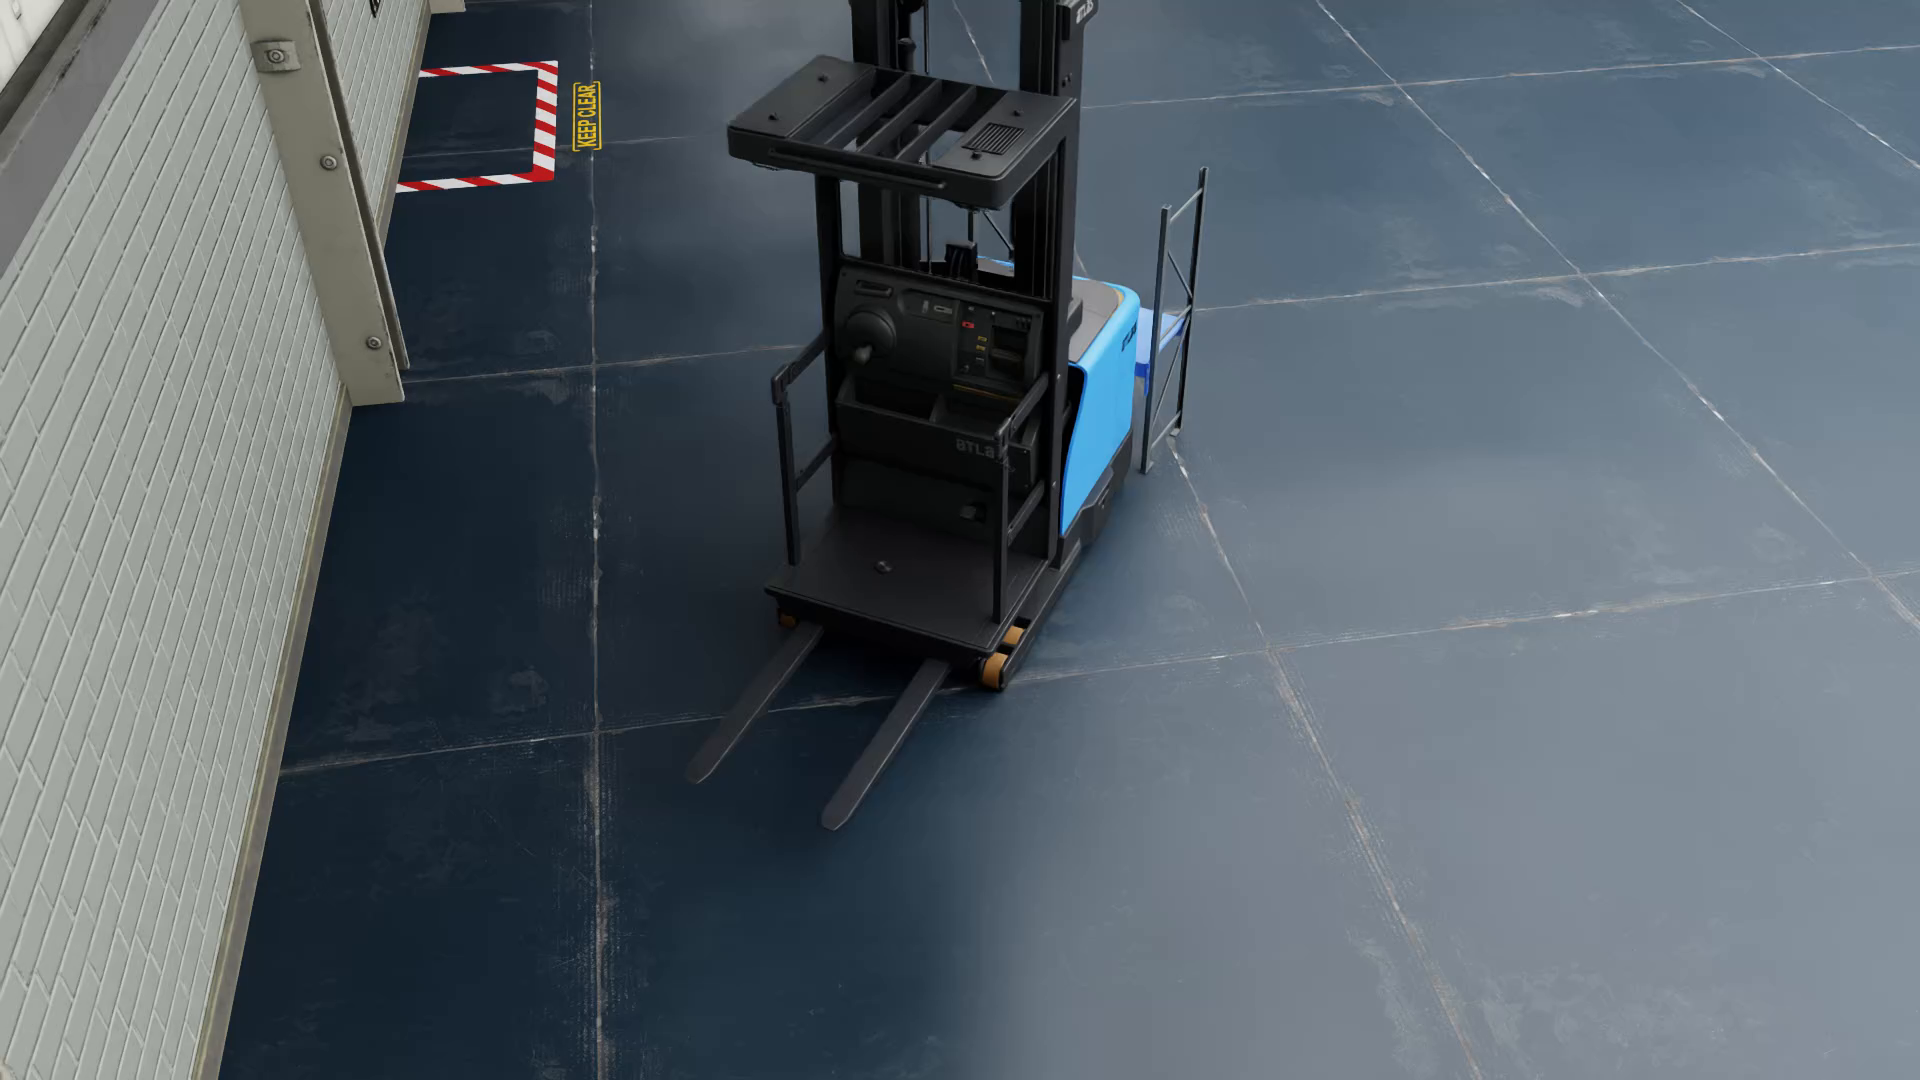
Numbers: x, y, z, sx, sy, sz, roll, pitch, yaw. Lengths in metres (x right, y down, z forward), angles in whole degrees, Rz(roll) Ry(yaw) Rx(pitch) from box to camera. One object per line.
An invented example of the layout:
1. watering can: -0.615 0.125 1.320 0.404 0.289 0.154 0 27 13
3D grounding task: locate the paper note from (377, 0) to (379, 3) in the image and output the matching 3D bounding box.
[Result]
1. paper note: -3.934 -3.713 11.203 0.016 0.148 0.142 -6 38 -8

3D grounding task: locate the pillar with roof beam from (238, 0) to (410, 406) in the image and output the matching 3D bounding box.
1. pillar with roof beam: 0.997 -4.881 7.097 9.100 9.000 0.400 -6 38 -8

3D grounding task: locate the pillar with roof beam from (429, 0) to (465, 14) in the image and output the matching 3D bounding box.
1. pillar with roof beam: -0.054 -8.505 11.762 9.100 9.000 0.400 -6 38 -8

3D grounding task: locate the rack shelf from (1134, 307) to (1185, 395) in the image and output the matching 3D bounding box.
1. rack shelf: 0.621 -1.080 8.611 1.000 0.185 0.538 19 42 22

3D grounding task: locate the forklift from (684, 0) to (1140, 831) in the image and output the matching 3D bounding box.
1. forklift: -0.180 -0.802 6.793 1.130 2.935 3.031 15 40 18

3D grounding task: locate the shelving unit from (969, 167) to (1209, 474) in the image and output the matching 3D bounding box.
1. shelving unit: 0.621 -1.222 8.500 1.048 1.500 0.538 19 42 22

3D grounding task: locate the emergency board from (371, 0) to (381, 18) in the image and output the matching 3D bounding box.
1. emergency board: -3.914 -4.168 11.070 0.157 1.169 0.626 -6 38 -8

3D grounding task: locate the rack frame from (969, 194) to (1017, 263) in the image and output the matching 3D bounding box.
1. rack frame: 0.176 -1.373 8.694 0.032 1.500 0.500 19 42 22

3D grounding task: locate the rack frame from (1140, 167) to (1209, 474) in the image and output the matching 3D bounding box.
1. rack frame: 1.066 -1.071 8.306 0.032 1.500 0.500 19 42 22
